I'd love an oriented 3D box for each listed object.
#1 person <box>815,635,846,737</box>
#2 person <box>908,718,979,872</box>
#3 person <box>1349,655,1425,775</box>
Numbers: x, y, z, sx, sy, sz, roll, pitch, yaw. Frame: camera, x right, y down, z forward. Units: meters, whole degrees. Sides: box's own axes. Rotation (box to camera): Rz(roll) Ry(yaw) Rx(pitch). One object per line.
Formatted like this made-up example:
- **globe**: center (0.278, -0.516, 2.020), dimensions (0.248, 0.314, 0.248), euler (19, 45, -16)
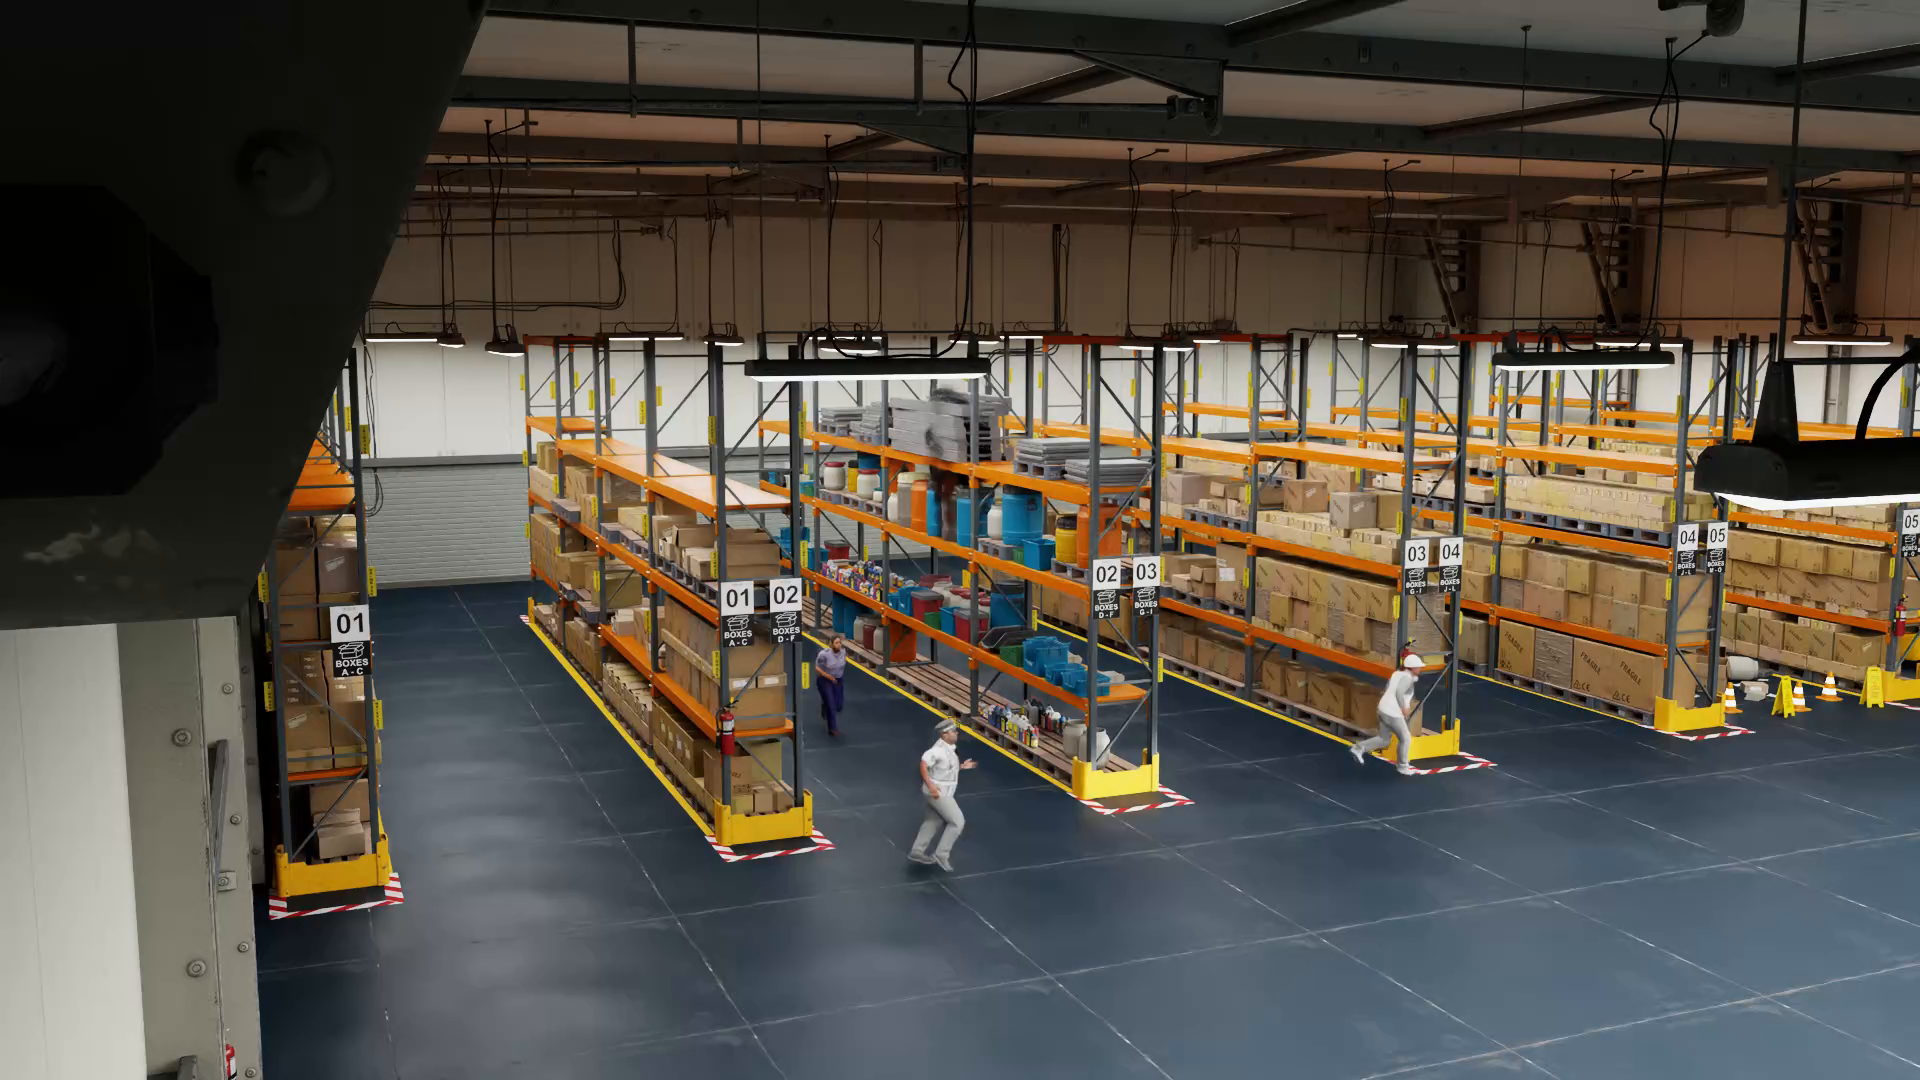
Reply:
- **person**: center (-1.986, 2.246, 25.383), dimensions (0.572, 1.499, 0.693), euler (-4, 9, -30)
- **person**: center (-0.184, 2.944, 19.165), dimensions (0.793, 1.825, 0.657), euler (0, 8, 1)
- **person**: center (5.935, 2.448, 23.095), dimensions (1.009, 1.730, 0.678), euler (0, 8, 2)
